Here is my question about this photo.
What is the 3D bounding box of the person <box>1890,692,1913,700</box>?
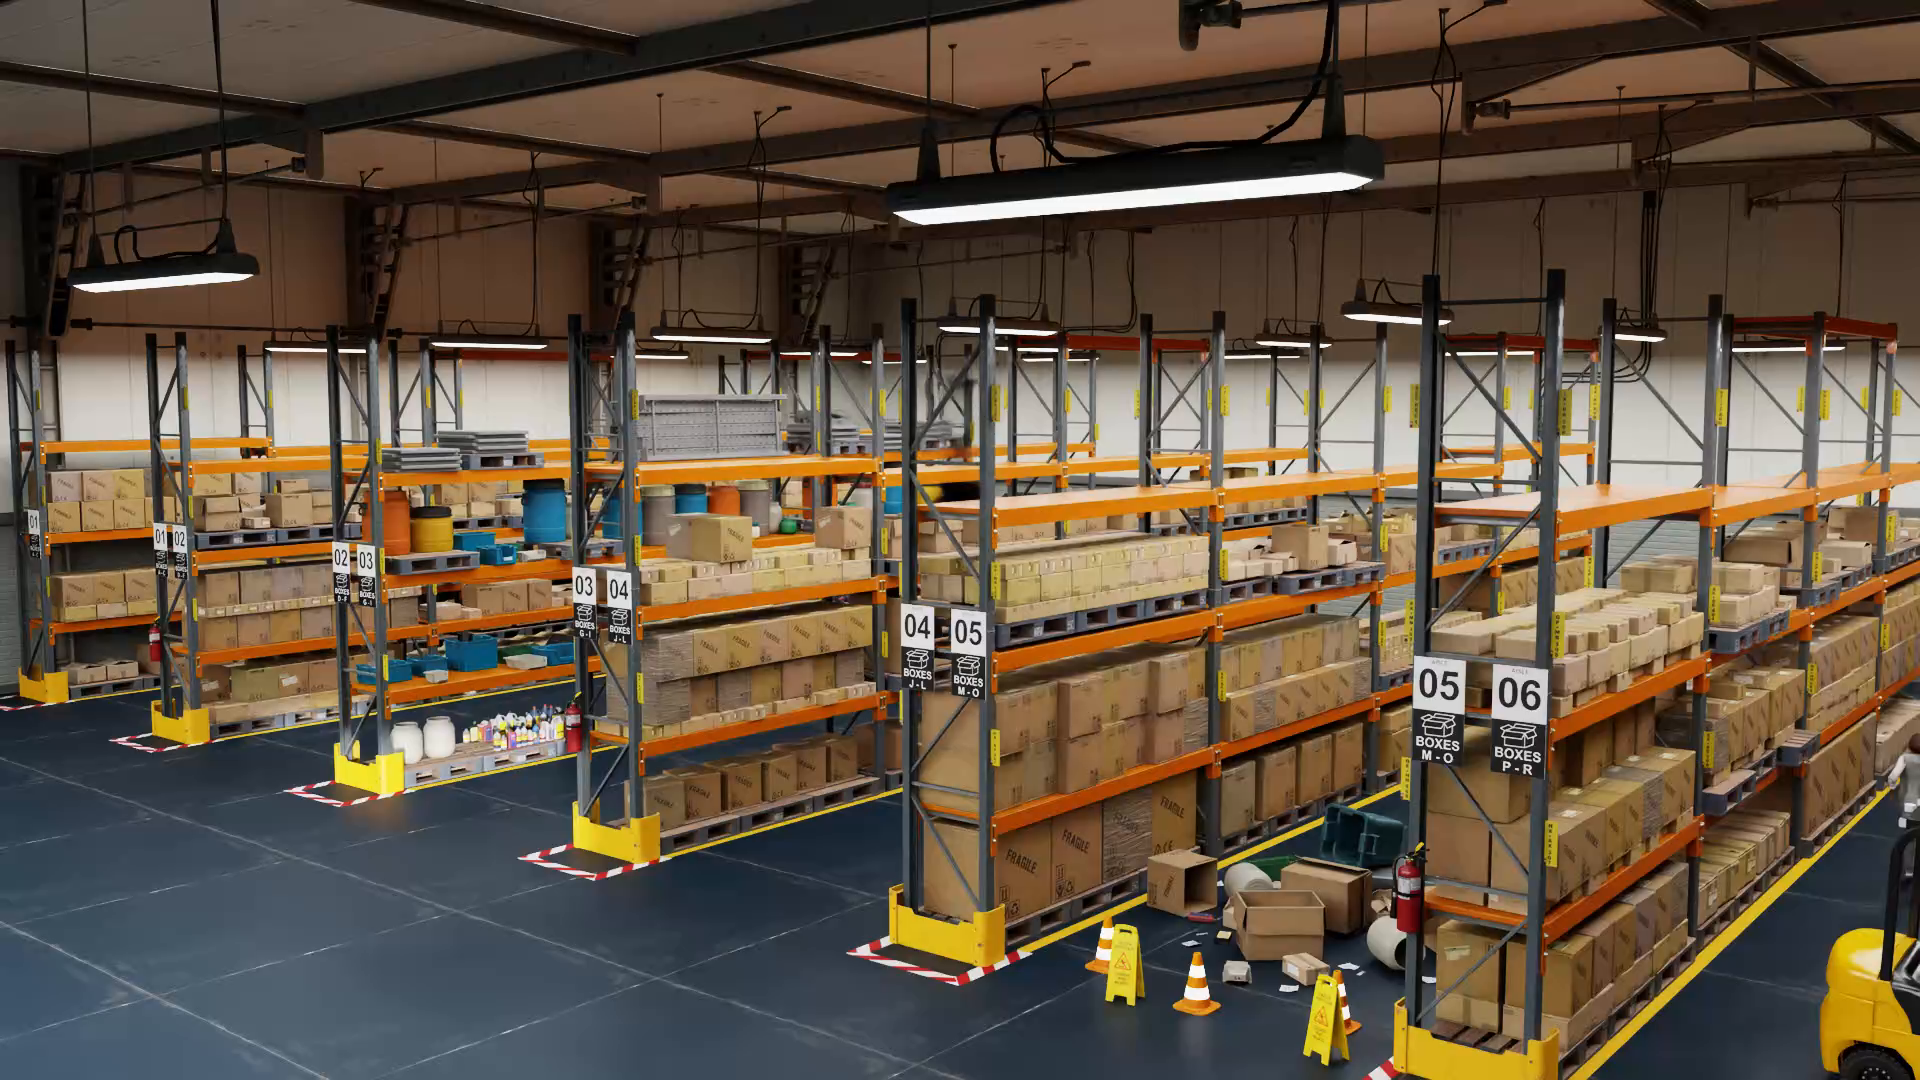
[{"bbox_3d":[14.338,2.001,25.640,0.678,1.736,0.710,3,6,29],"label":"person"}]

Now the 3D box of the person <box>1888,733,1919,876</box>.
[{"bbox_3d":[9.936,2.808,17.278,0.537,1.560,0.881,3,6,29],"label":"person"}]
